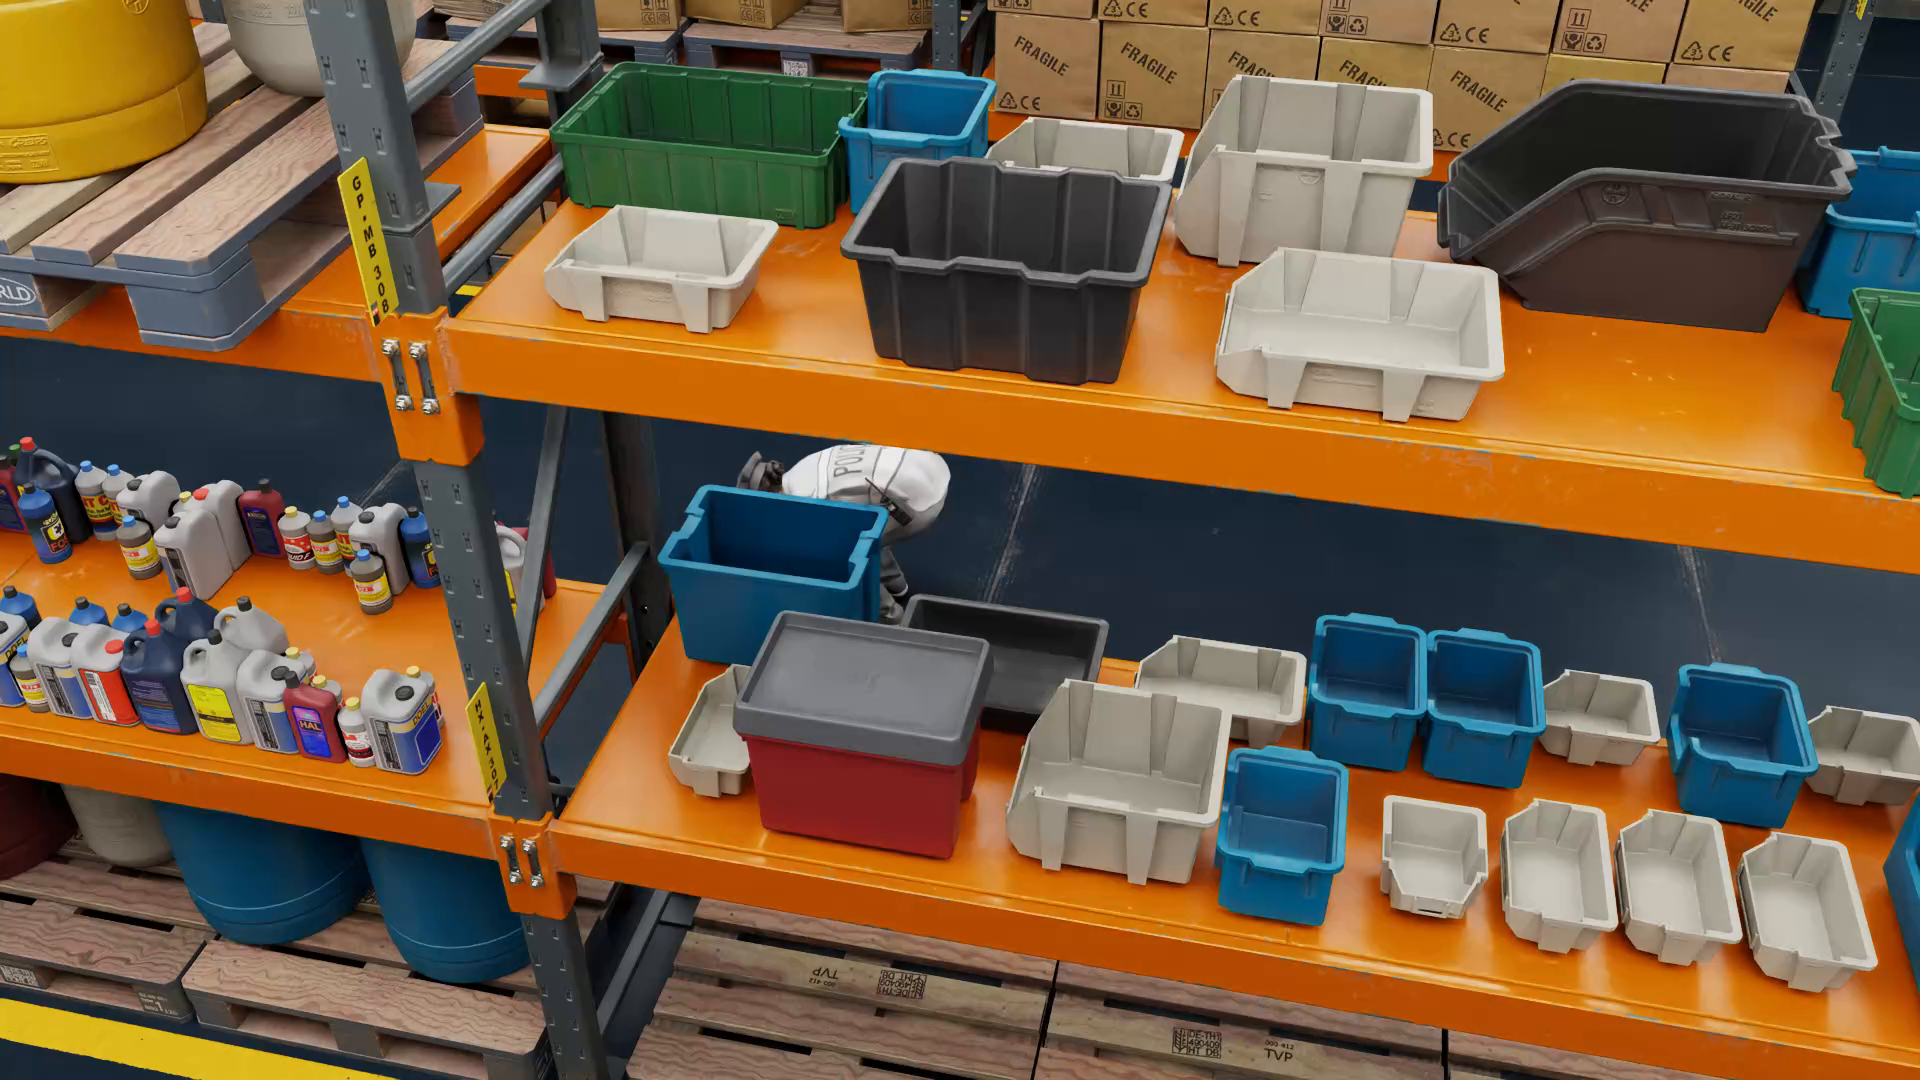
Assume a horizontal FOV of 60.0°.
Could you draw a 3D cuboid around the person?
[{"bbox_3d":[-0.493,-0.038,6.932,0.897,0.822,0.461,6,37,8],"label":"person"}]
